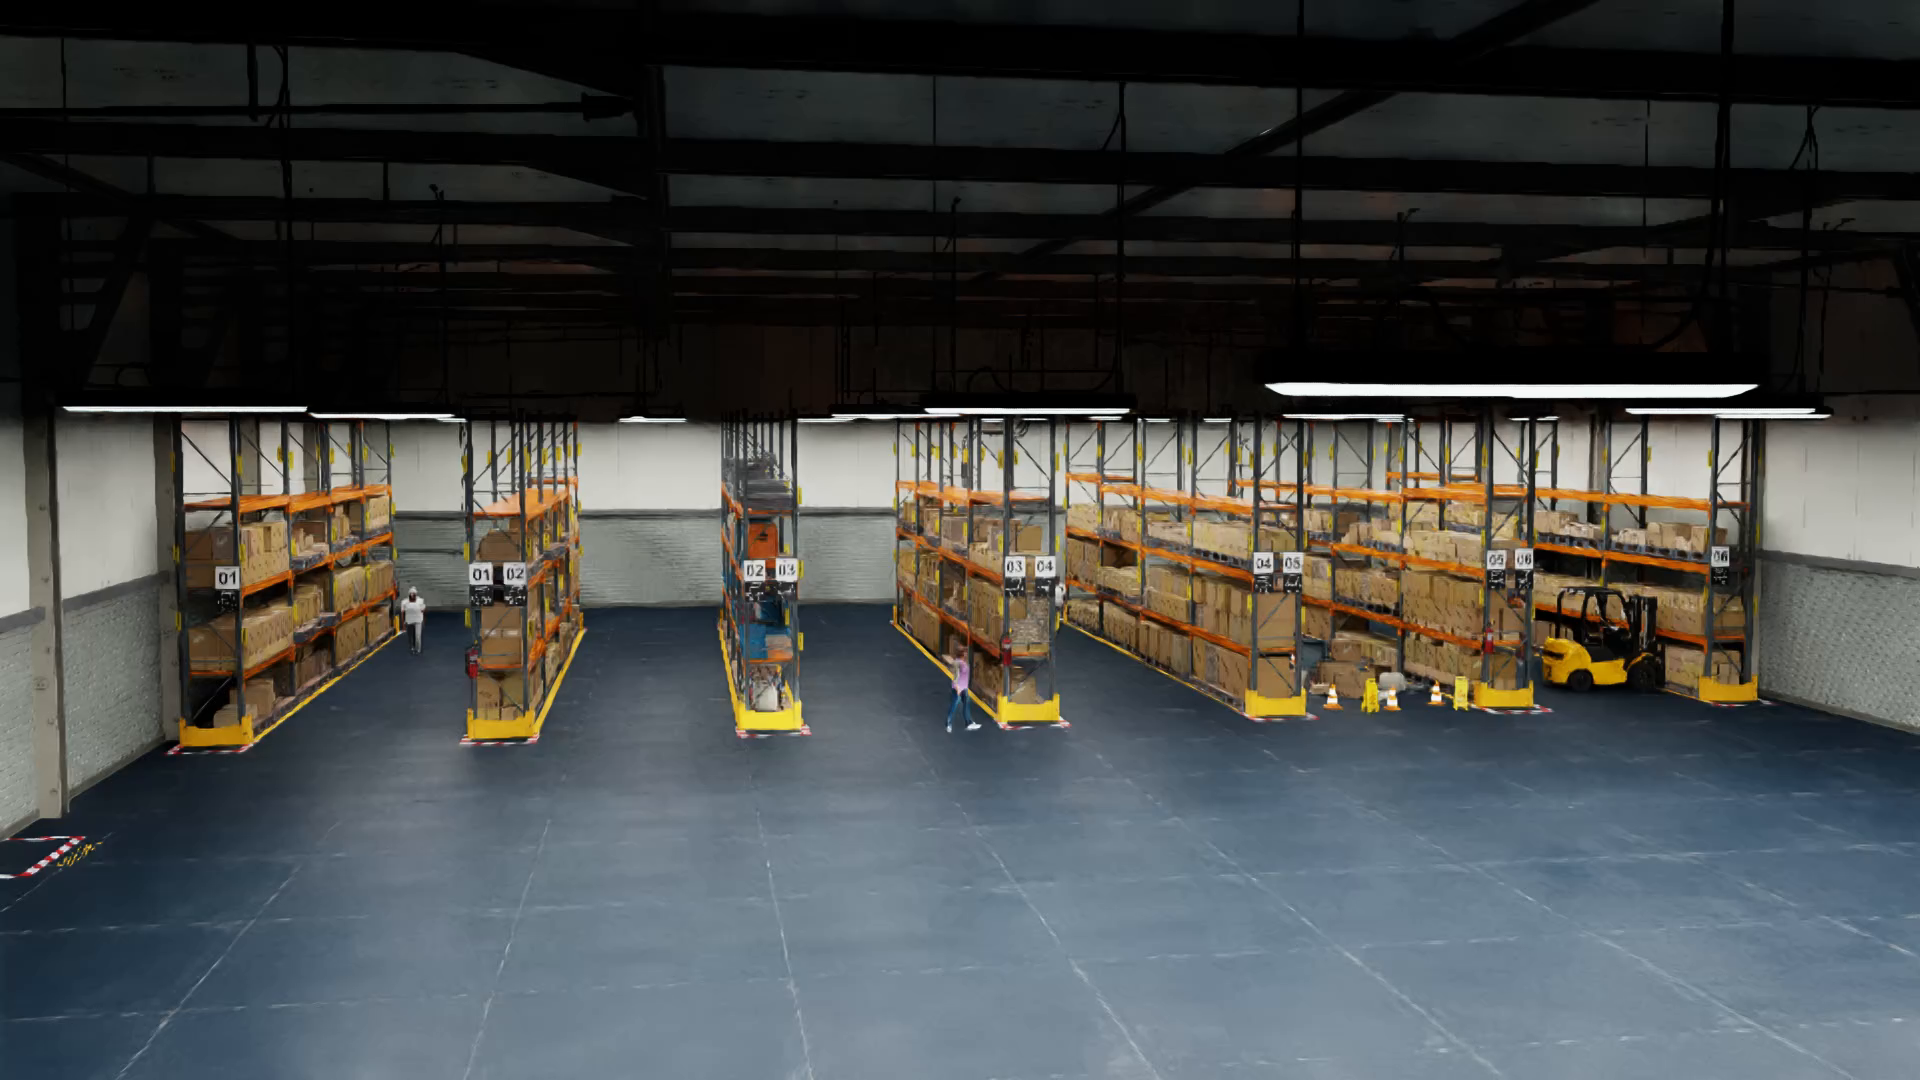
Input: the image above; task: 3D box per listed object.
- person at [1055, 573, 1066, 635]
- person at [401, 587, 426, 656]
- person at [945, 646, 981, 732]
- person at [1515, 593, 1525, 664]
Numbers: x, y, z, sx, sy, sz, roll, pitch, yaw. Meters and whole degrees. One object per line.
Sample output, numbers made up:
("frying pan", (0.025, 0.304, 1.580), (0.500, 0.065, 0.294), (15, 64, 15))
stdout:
("person", (2.628, 1.722, 45.119), (0.540, 1.676, 1.120), (-1, 4, -12))
("person", (-13.532, 1.993, 41.135), (0.583, 1.686, 1.111), (-1, 4, -11))
("person", (0.028, 2.756, 30.986), (0.531, 1.586, 0.636), (2, 4, 28))
("person", (13.394, 2.103, 39.742), (0.477, 1.675, 0.493), (2, 4, 22))
